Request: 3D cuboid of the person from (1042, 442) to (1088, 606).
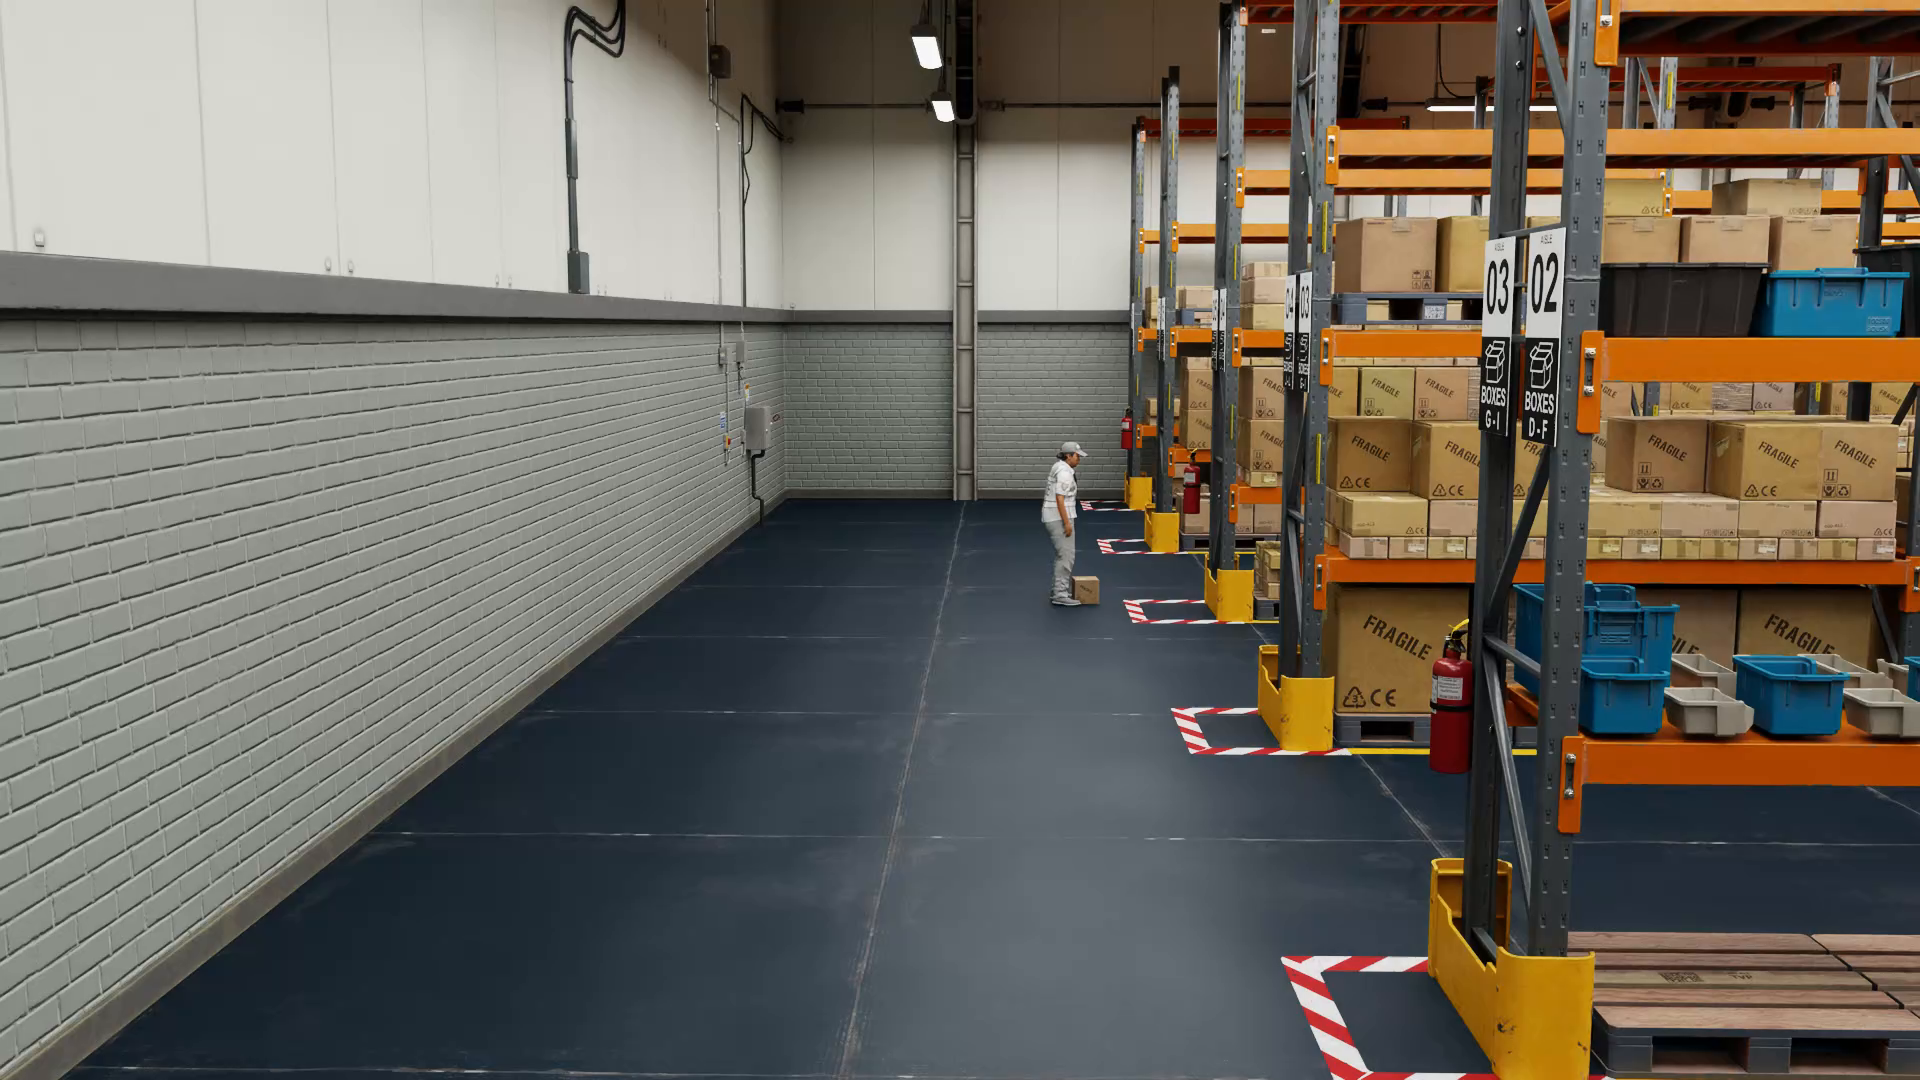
[{"bbox_3d":[1.080,-0.182,17.159,0.465,1.667,0.539,0,7,2],"label":"person"}]
